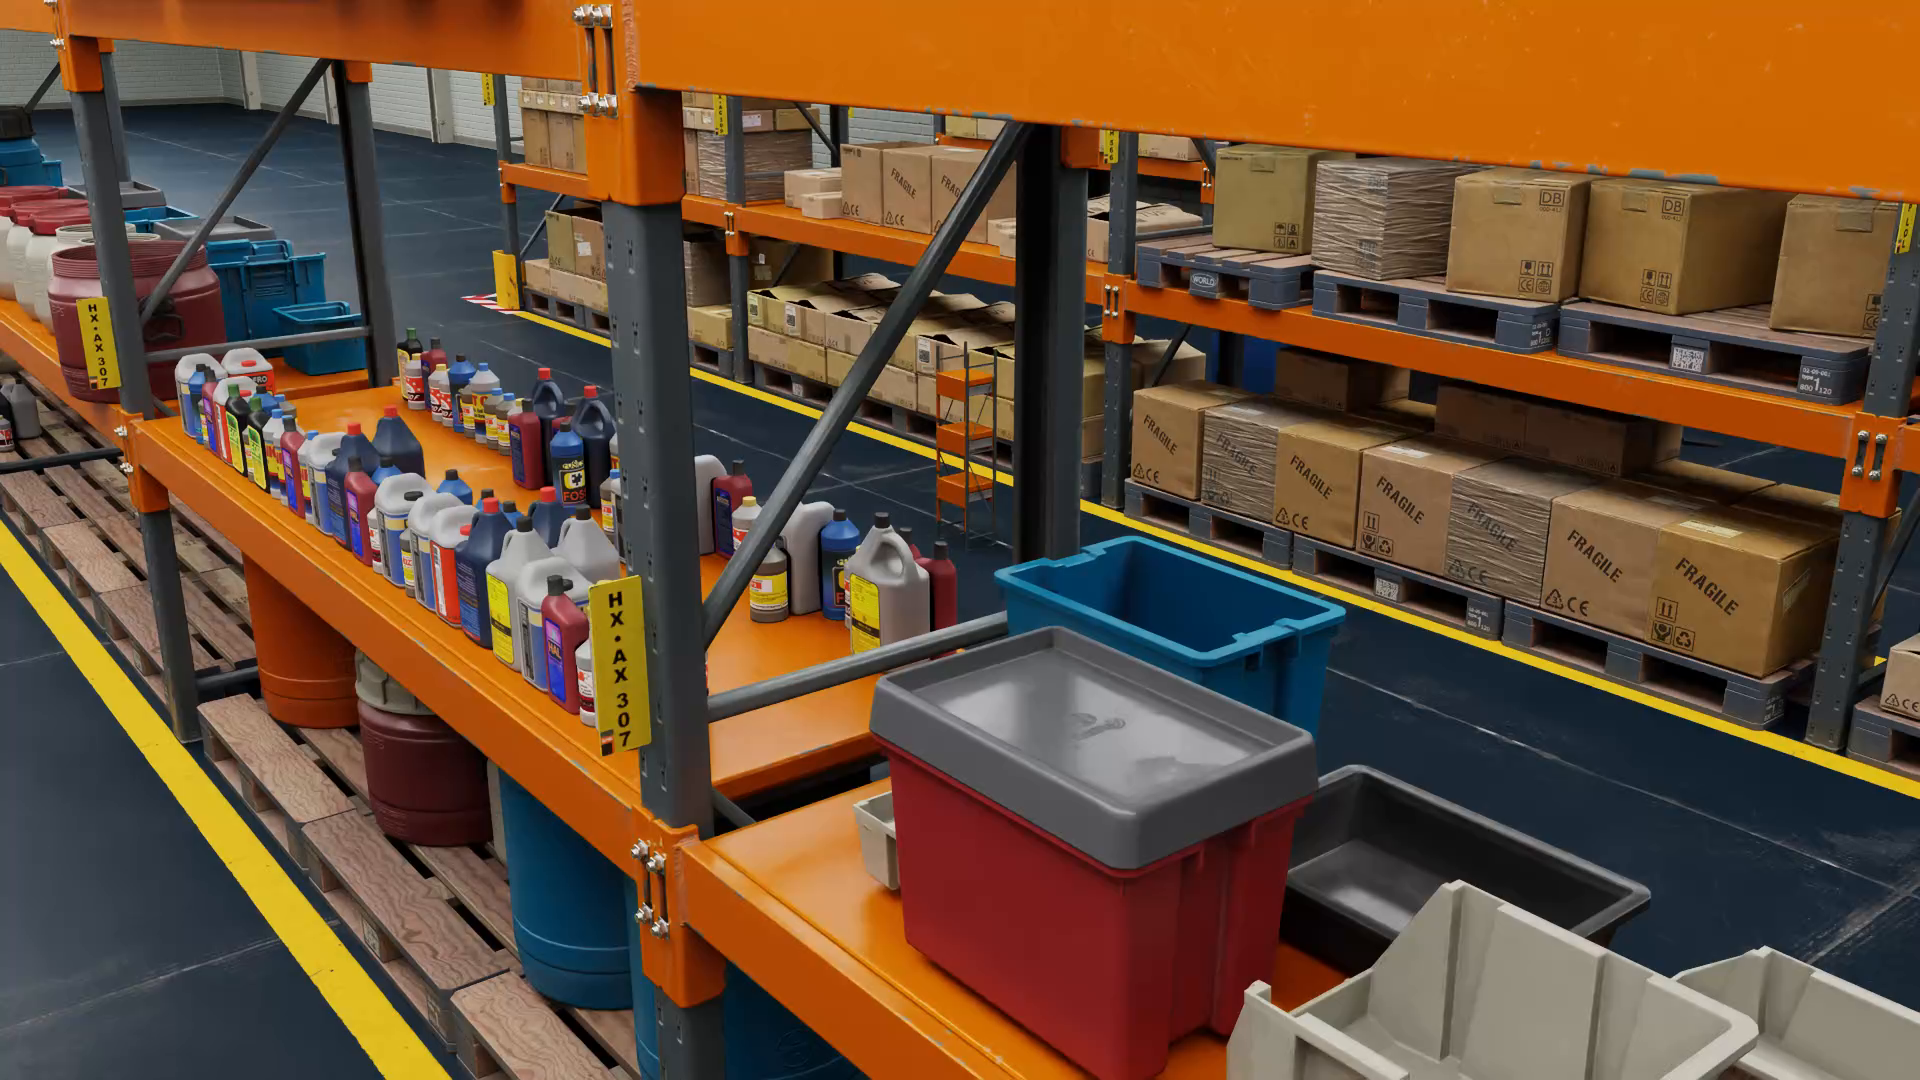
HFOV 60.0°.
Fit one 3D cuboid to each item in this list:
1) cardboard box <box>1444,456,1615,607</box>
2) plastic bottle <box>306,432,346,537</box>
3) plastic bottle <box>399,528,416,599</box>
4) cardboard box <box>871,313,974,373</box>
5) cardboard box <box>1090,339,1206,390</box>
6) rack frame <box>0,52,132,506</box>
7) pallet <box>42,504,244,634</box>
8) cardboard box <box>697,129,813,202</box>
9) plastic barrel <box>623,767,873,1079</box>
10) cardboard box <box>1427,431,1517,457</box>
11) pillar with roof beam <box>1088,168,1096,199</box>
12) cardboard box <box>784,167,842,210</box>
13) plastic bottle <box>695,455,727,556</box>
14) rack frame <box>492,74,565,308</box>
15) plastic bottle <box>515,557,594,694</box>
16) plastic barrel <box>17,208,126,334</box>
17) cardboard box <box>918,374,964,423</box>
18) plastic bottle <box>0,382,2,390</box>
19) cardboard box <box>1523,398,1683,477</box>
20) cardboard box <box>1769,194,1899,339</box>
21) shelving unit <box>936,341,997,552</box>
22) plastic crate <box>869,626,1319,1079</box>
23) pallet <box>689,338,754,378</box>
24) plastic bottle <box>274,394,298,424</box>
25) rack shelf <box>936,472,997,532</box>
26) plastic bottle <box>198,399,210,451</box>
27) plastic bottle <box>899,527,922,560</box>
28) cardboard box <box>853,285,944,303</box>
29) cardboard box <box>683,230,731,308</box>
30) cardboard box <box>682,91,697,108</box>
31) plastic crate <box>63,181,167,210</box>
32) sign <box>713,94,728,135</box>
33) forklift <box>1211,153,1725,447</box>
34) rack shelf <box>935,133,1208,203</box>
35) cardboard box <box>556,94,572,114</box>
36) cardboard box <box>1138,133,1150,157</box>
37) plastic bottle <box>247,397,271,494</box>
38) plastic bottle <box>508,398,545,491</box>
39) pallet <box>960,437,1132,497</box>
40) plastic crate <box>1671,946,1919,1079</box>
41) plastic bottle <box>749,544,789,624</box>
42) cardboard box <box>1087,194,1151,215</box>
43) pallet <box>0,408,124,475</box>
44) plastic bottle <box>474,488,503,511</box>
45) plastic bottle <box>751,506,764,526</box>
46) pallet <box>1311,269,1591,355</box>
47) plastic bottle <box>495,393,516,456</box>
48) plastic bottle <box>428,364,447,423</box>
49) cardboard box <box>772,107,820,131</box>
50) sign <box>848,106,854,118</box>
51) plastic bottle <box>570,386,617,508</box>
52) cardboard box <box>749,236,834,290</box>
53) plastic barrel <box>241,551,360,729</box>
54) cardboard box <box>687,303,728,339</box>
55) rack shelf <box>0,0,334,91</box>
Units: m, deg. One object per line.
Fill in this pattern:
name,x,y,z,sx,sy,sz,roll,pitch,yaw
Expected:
cardboard box,2.570,-0.050,7.519,0.500,0.500,0.500,-14,23,-35
plastic bottle,-1.780,-0.165,4.785,0.152,0.276,0.135,-14,23,-36
plastic bottle,-1.388,0.040,4.285,0.097,0.201,0.097,0,18,0
cardboard box,-0.238,-1.318,10.884,0.500,0.311,0.500,-13,22,-35
cardboard box,1.134,-1.047,10.068,0.500,0.311,0.500,-13,22,-34
rack frame,-5.140,-1.721,9.287,1.000,3.000,0.127,-14,23,-36
pallet,-3.861,0.090,8.255,1.003,0.211,1.213,-14,23,-36
cardboard box,-1.536,-2.842,12.514,0.700,0.500,0.500,-15,23,-38
plastic barrel,-0.498,0.910,4.012,0.600,0.901,0.708,-14,23,-36
cardboard box,2.645,-0.283,8.221,0.500,0.500,0.500,-15,24,-38
pillar with roof beam,-2.120,-6.644,14.611,9.100,9.000,0.400,-14,23,-36
cardboard box,-0.915,-2.502,11.886,0.500,0.250,0.500,-12,22,-33
plastic bottle,-0.737,-0.107,4.611,0.152,0.276,0.135,-14,23,-36
rack frame,-3.739,-3.672,15.180,1.000,3.000,0.127,-14,23,-36
plastic bottle,-0.898,0.186,3.728,0.152,0.276,0.135,-14,23,-36
plastic barrel,-3.994,-1.219,7.556,0.433,0.535,0.433,0,18,0
cardboard box,0.078,-0.928,10.598,0.500,0.250,0.500,-13,23,-35
plastic bottle,-6.021,-0.896,10.417,0.061,0.283,0.133,-14,23,-36
cardboard box,2.982,-0.506,7.704,0.500,0.250,0.500,-14,23,-36
cardboard box,3.593,-1.122,6.653,0.500,0.500,0.700,11,21,30
shelving unit,0.033,-0.485,8.658,0.215,1.050,0.252,-14,23,-36
plastic crate,0.185,0.461,2.502,0.402,0.464,0.583,-14,23,-36
pallet,-1.716,-1.567,13.258,1.003,0.211,1.213,-14,23,-36
plastic bottle,-2.268,-0.386,5.572,0.097,0.201,0.097,0,18,0
rack shelf,0.033,-0.211,8.748,0.215,0.259,0.240,-14,23,-36
plastic bottle,-2.530,-0.413,5.654,0.097,0.201,0.097,0,18,0
plastic bottle,-0.149,0.100,3.975,0.061,0.283,0.133,-14,23,-36
cardboard box,-0.451,-1.676,11.966,0.500,0.311,0.500,-13,22,-35
cardboard box,-2.016,-2.134,13.047,0.500,0.500,0.500,-14,23,-36
cardboard box,-1.850,-3.582,12.686,0.700,0.500,0.500,-14,23,-36
plastic crate,-4.600,-1.691,9.097,0.402,0.464,0.583,-14,23,-36
sign,-1.689,-3.026,11.727,0.100,0.325,0.005,-14,23,-36
forklift,3.119,-1.941,10.062,3.031,2.935,1.130,13,22,33
rack shelf,1.384,-3.805,16.727,1.077,0.370,4.000,-14,23,-36
cardboard box,-3.189,-3.700,14.073,0.380,0.149,0.250,-14,23,-37
cardboard box,1.791,-3.774,15.696,0.500,0.250,0.500,-14,23,-36
plastic bottle,-2.163,-0.297,5.173,0.061,0.283,0.133,-14,23,-36
plastic bottle,-1.360,-0.308,5.206,0.061,0.283,0.133,-14,23,-36
pallet,0.748,-0.587,10.301,1.003,0.211,1.213,-14,23,-36
plastic crate,1.144,0.718,2.247,0.293,0.136,0.466,-14,23,-36
plastic bottle,-0.475,0.095,4.119,0.097,0.201,0.097,0,18,0
cardboard box,0.825,-1.917,10.021,0.500,0.311,0.500,-14,23,-37
pallet,-5.525,-0.570,10.249,1.003,0.211,1.213,-14,23,-36
plastic bottle,-1.209,0.001,4.291,0.097,0.271,0.097,0,18,0
plastic bottle,-0.500,0.009,4.381,0.097,0.201,0.097,0,18,0
pallet,2.440,-1.131,7.813,1.003,0.211,1.213,-14,23,-36
plastic bottle,-1.508,-0.391,5.589,0.097,0.201,0.097,0,18,0
plastic bottle,-1.871,-0.535,6.023,0.097,0.201,0.097,0,18,0
cardboard box,-1.270,-3.146,12.400,0.380,0.149,0.250,-14,23,-36
sign,-0.836,-3.307,12.361,0.100,0.325,0.005,-14,23,-36
plastic bottle,-1.098,-0.288,5.038,0.144,0.351,0.185,-14,23,-36
cardboard box,-1.298,-2.112,12.981,0.500,0.500,0.500,-14,23,-36
plastic barrel,-2.340,0.213,6.231,0.600,0.830,0.708,-14,23,-36
cardboard box,-2.017,-1.777,13.164,0.500,0.250,0.500,-14,23,-36
rack shelf,-3.899,-2.310,7.440,1.077,0.370,4.000,-14,23,-36
